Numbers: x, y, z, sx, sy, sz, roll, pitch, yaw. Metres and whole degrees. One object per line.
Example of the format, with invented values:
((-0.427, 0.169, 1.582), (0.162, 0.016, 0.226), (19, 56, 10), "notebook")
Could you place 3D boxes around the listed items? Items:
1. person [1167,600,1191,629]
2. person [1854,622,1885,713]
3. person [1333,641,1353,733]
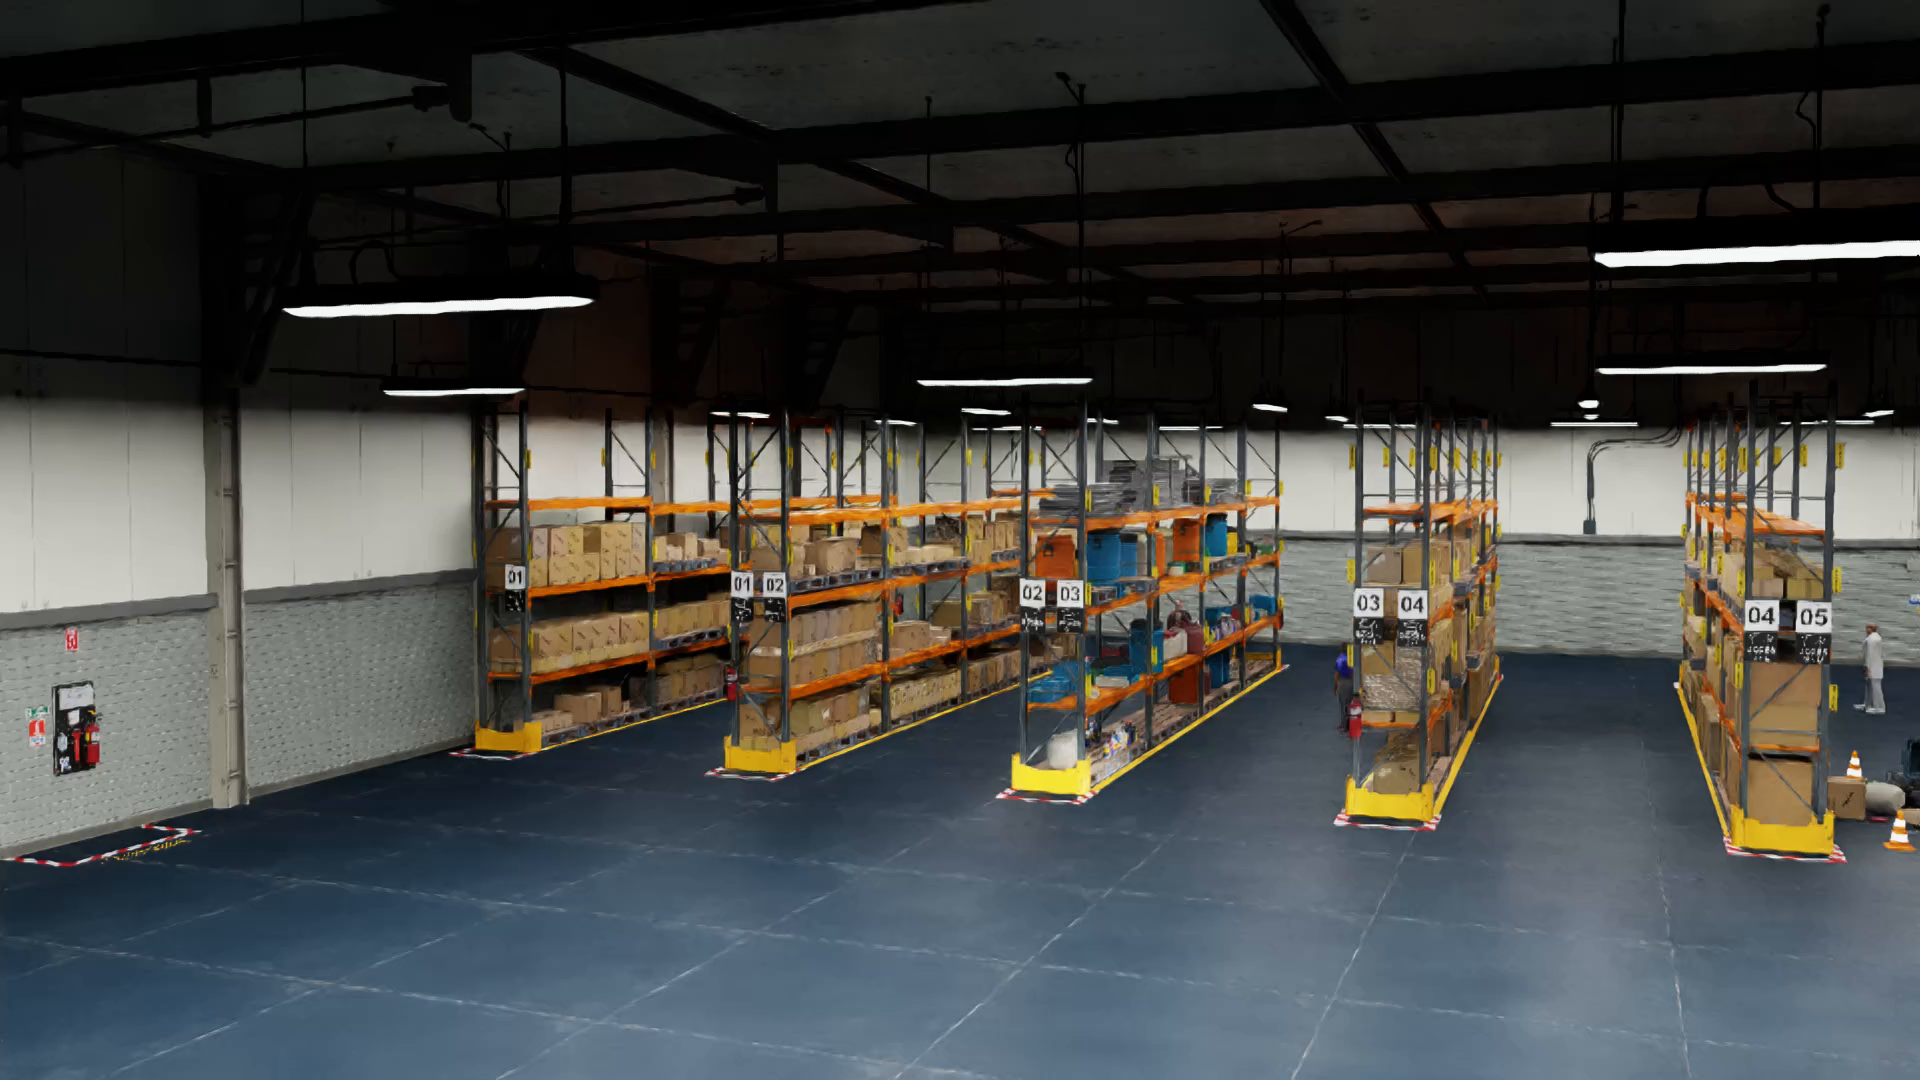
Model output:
((5.119, 2.242, 38.897), (0.598, 1.698, 1.179), (1, 3, 23), "person")
((17.953, 2.499, 32.794), (0.607, 1.776, 0.656), (2, 4, 39), "person")
((7.033, 2.777, 30.493), (0.587, 1.452, 0.560), (-3, 4, -44), "person")
